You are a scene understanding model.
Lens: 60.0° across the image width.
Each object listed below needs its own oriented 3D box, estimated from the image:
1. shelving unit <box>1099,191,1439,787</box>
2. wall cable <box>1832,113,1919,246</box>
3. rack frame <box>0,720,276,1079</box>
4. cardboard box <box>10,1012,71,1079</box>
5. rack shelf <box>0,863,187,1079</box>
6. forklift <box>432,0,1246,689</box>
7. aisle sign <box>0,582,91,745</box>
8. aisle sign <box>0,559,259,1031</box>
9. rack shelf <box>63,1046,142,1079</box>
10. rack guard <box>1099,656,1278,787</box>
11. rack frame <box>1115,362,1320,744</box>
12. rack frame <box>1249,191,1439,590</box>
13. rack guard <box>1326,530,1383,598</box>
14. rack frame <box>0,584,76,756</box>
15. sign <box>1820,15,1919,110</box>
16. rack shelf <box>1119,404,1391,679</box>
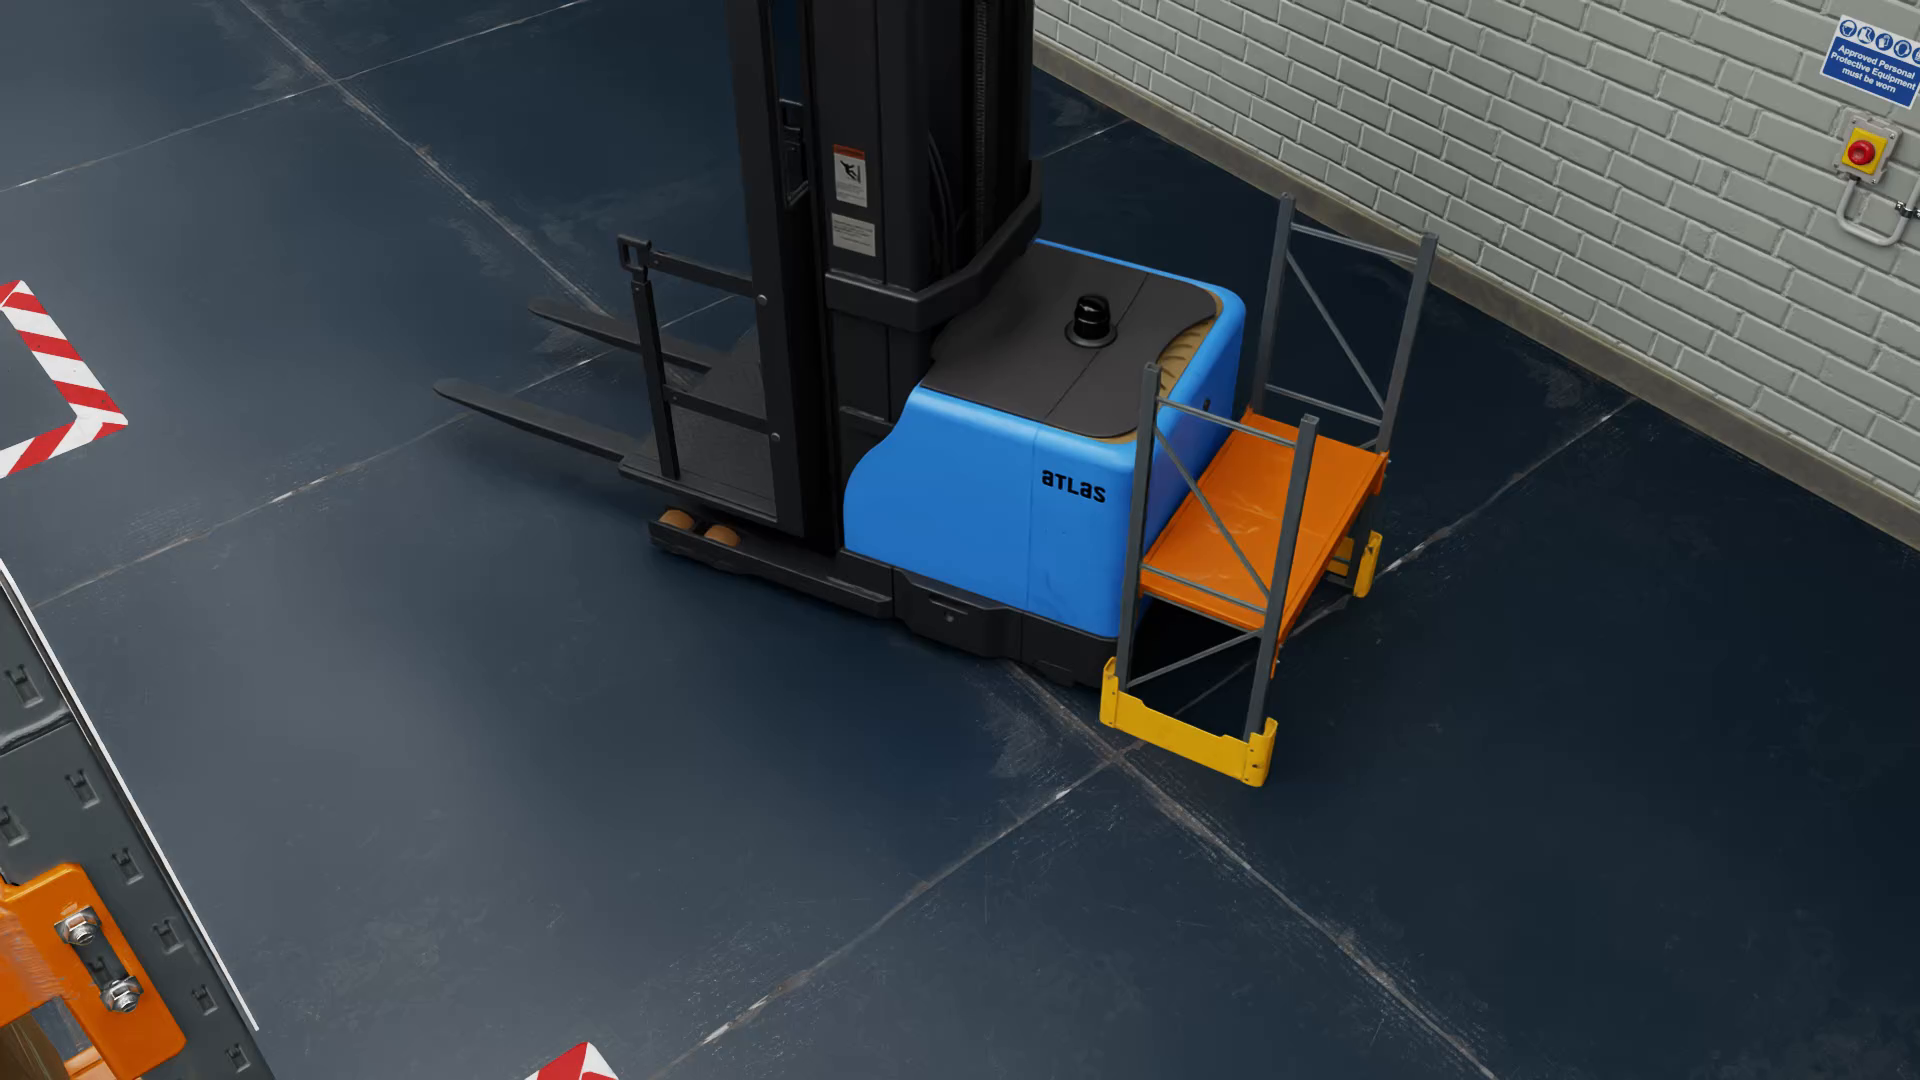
[{"bbox_3d":[0.984,-0.159,5.324,0.587,1.500,1.083,21,47,21],"label":"shelving unit"},{"bbox_3d":[3.050,-1.831,5.244,0.123,1.953,0.585,-30,51,-28],"label":"wall cable"},{"bbox_3d":[-1.260,1.040,2.952,0.127,3.000,1.000,-30,51,-28],"label":"rack frame"},{"bbox_3d":[-1.812,1.063,2.854,0.500,0.500,0.500,-30,51,-28],"label":"cardboard box"},{"bbox_3d":[-2.794,1.087,1.236,4.000,0.370,1.077,-30,51,-28],"label":"rack shelf"},{"bbox_3d":[-0.582,-1.262,5.453,3.031,2.935,1.130,18,46,19],"label":"forklift"},{"bbox_3d":[-1.391,-0.092,2.258,0.004,0.787,0.394,-30,51,-28],"label":"aisle sign"},{"bbox_3d":[-1.006,0.223,1.922,0.004,0.787,0.394,-30,51,-28],"label":"aisle sign"},{"bbox_3d":[-2.794,2.180,2.263,4.000,0.370,1.077,-30,51,-28],"label":"rack shelf"},{"bbox_3d":[0.738,0.593,5.436,0.587,0.250,0.087,21,47,21],"label":"rack guard"},{"bbox_3d":[0.729,0.149,4.996,0.500,1.500,0.032,21,47,21],"label":"rack frame"},{"bbox_3d":[1.230,-0.457,5.641,0.500,1.500,0.032,21,47,21],"label":"rack frame"},{"bbox_3d":[1.230,0.000,6.068,0.587,0.250,0.087,21,47,21],"label":"rack guard"},{"bbox_3d":[-1.260,-1.147,0.898,0.127,3.000,1.000,-30,51,-28],"label":"rack frame"},{"bbox_3d":[3.066,-1.600,5.565,0.001,0.218,0.327,-30,51,-28],"label":"sign"},{"bbox_3d":[0.979,-0.023,5.442,0.538,0.185,1.000,21,47,21],"label":"rack shelf"}]
